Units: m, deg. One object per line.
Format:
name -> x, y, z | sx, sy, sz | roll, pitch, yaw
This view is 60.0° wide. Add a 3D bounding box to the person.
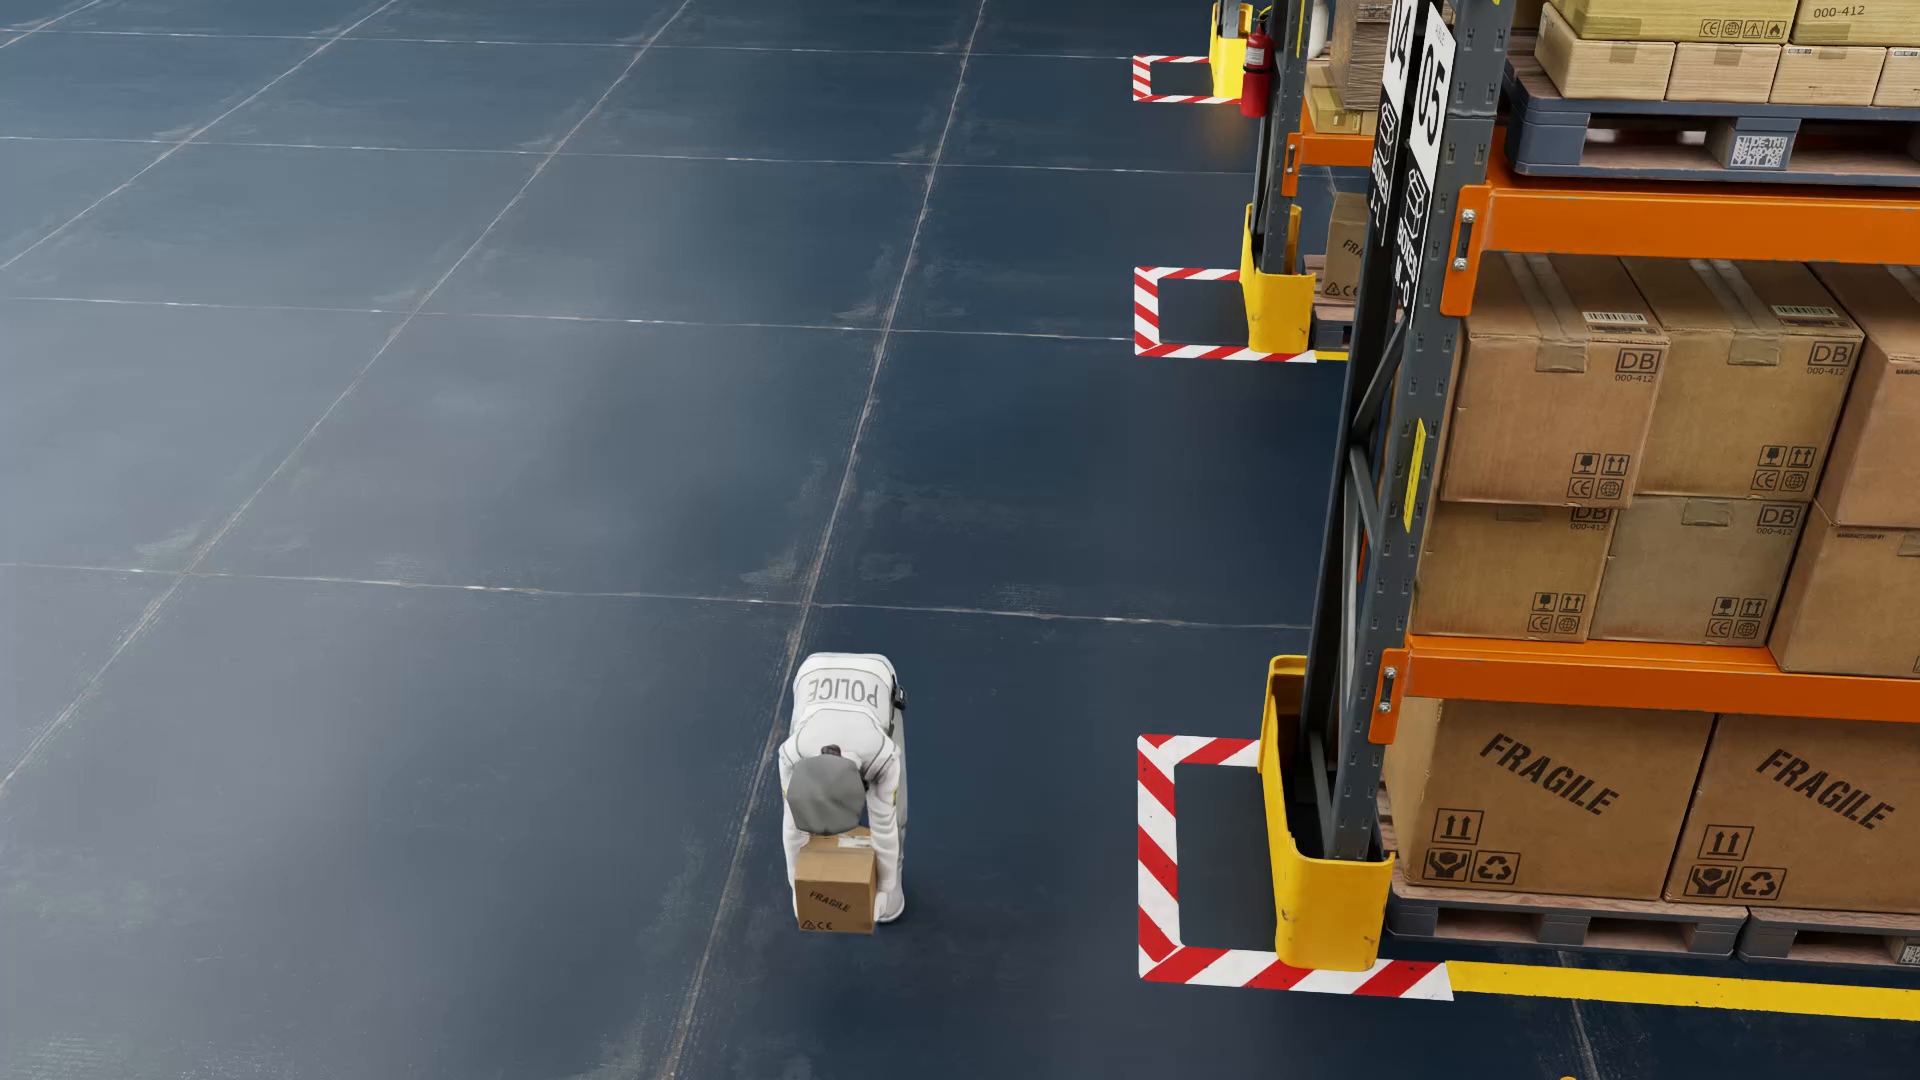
person -> -0.397, 0.958, 5.639 | 0.417, 1.108, 0.926 | 1, 32, 2
